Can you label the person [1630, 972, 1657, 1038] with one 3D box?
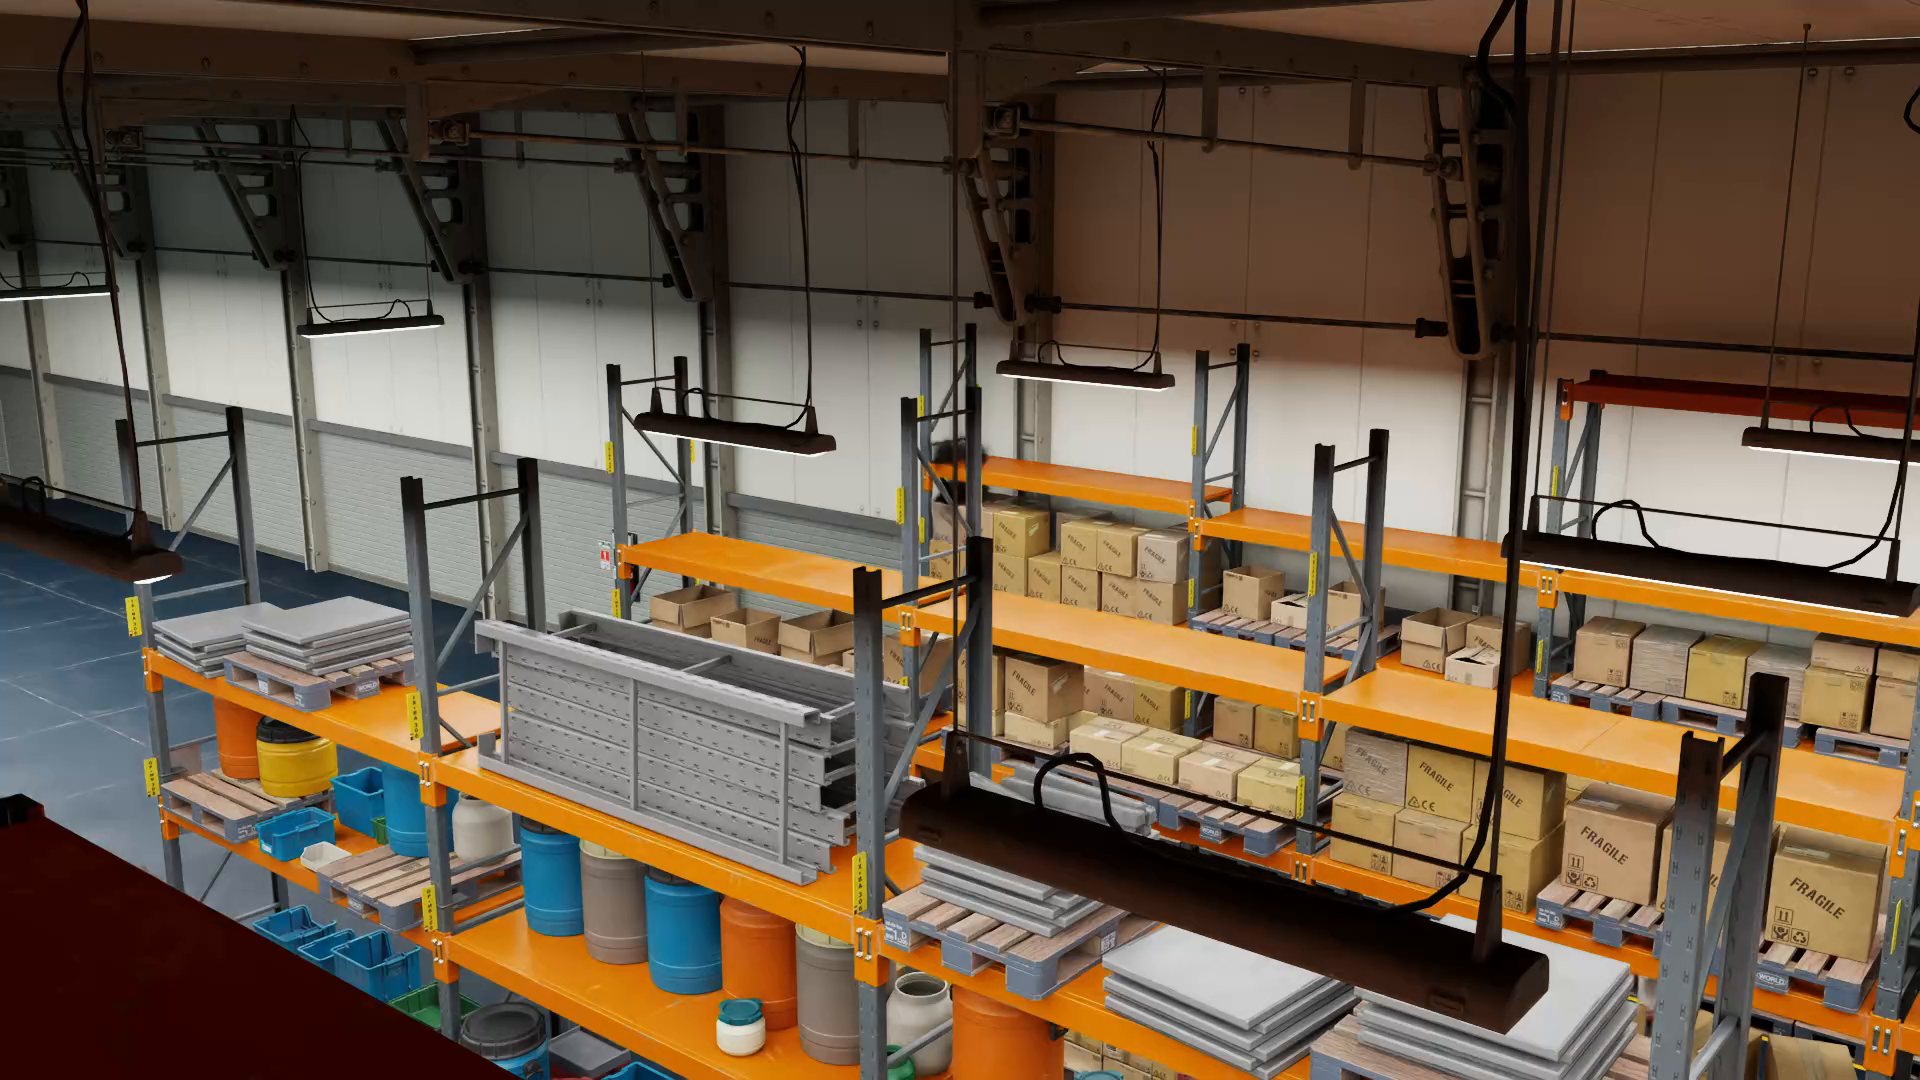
[{"bbox_3d":[5.946,4.056,14.340,0.499,1.721,0.770,7,14,27],"label":"person"}]
